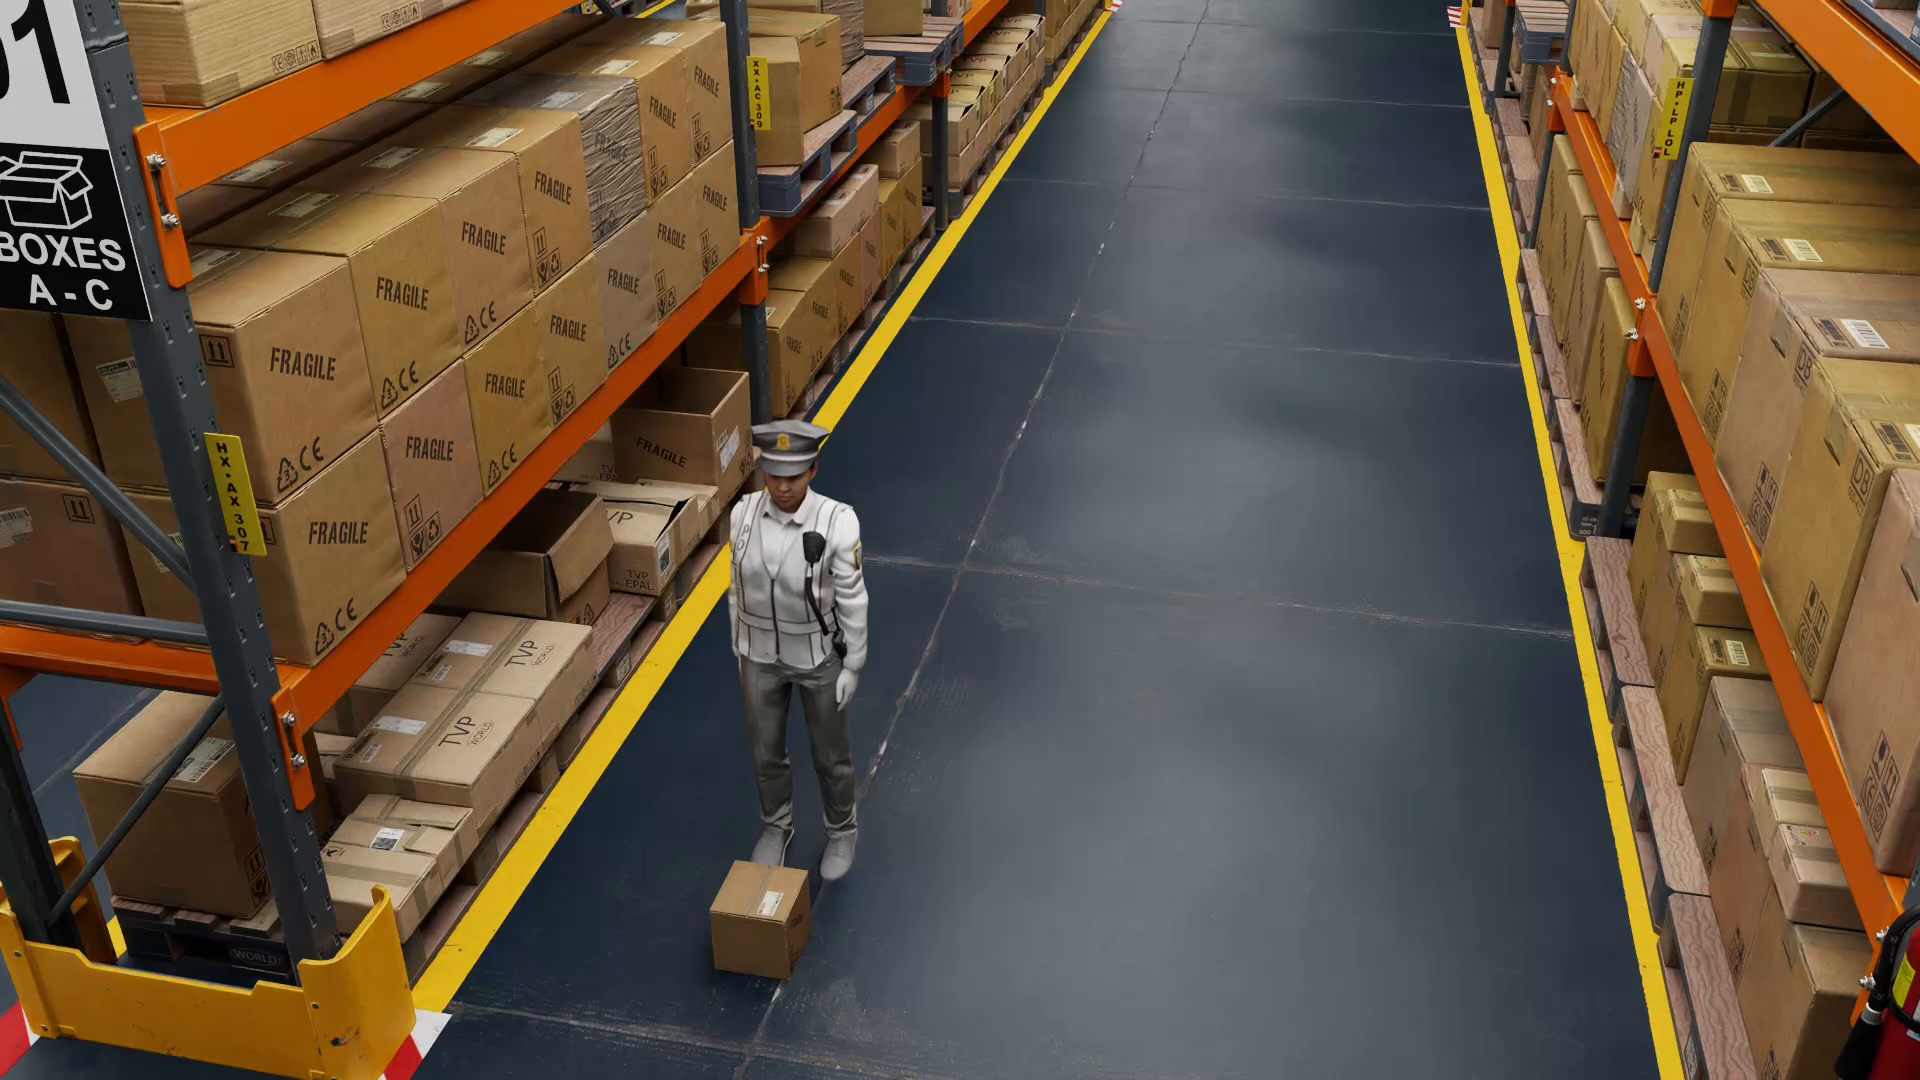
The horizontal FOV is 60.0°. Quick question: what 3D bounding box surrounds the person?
[{"bbox_3d":[-0.529,0.391,5.426,0.465,1.703,0.344,7,30,12],"label":"person"}]
